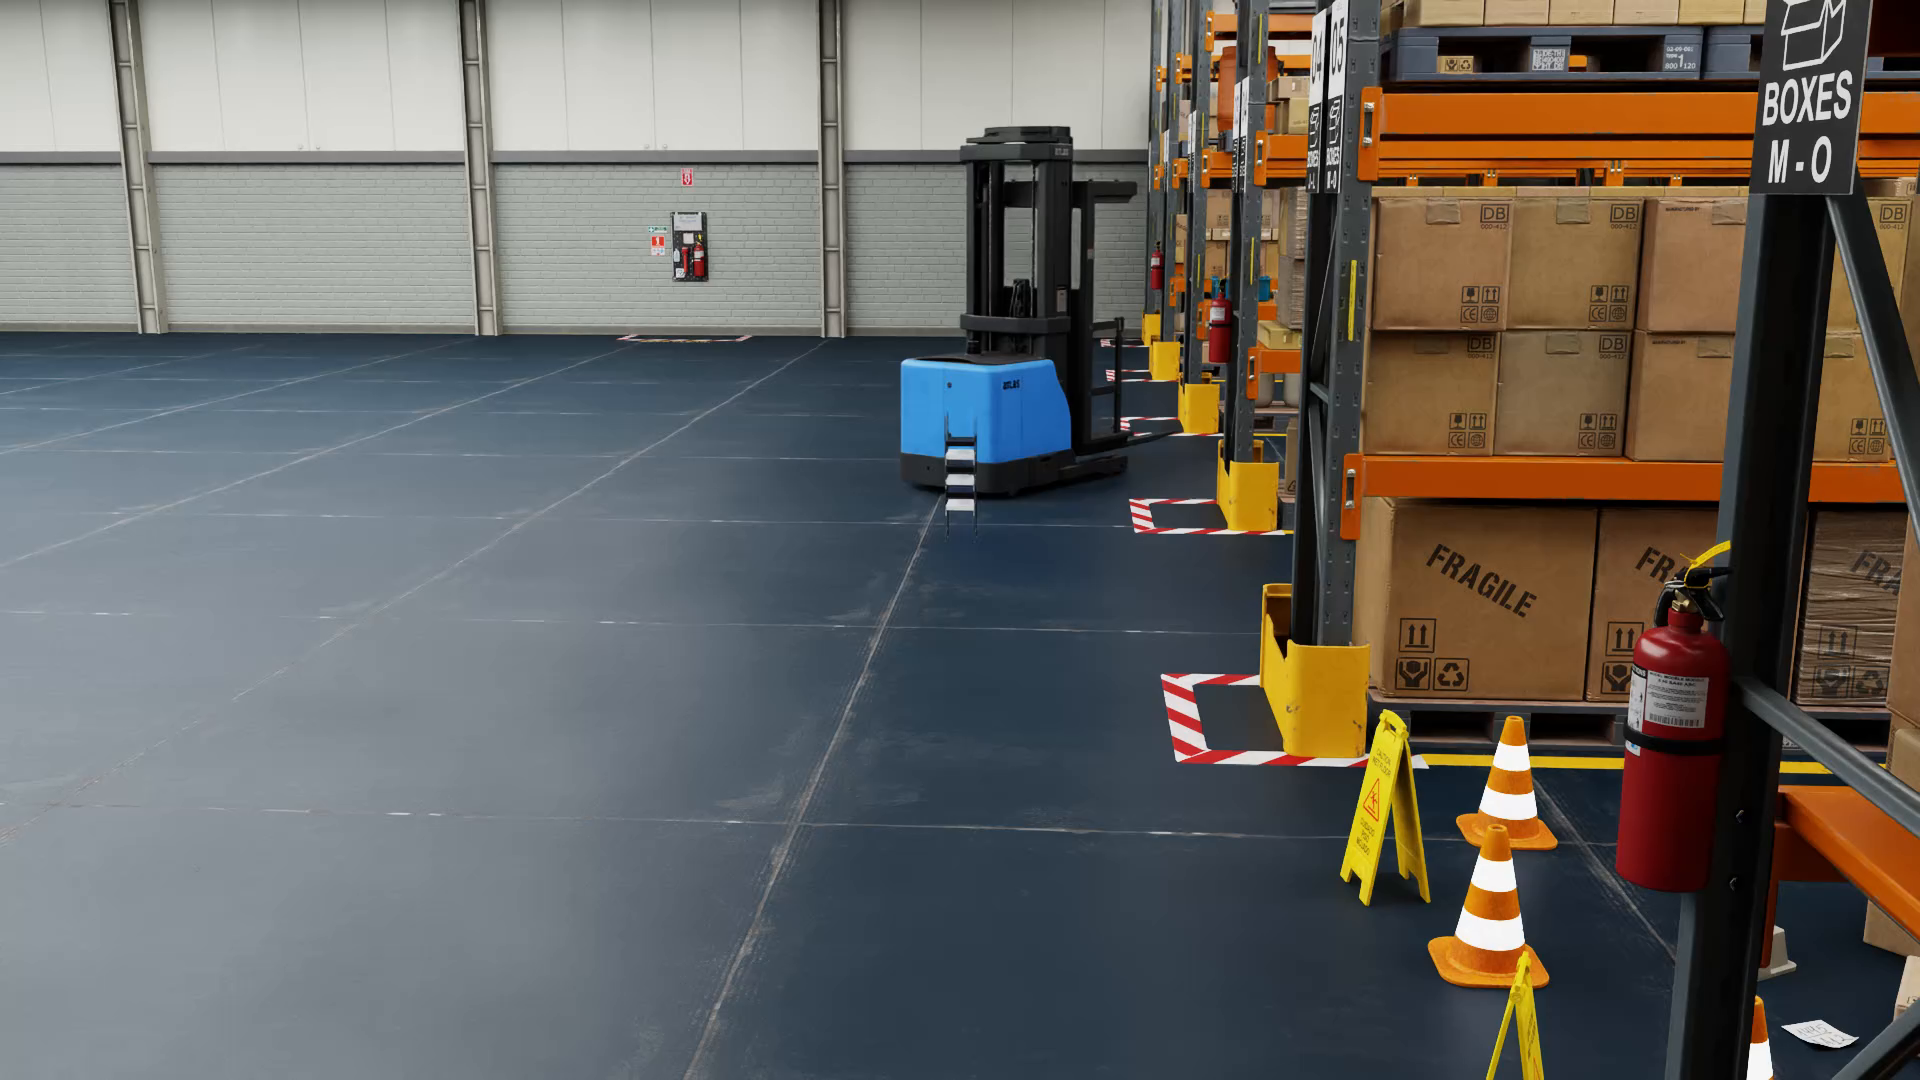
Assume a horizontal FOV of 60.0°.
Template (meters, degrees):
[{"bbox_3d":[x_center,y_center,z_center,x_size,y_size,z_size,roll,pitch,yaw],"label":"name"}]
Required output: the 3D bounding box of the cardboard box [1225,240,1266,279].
[{"bbox_3d":[3.748,-3.708,21.926,0.500,0.500,0.700,1,12,5],"label":"cardboard box"}]

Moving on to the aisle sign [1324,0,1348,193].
[{"bbox_3d":[1.570,-1.851,6.943,0.004,0.787,0.394,1,12,4],"label":"aisle sign"}]

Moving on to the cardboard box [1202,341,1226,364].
[{"bbox_3d":[3.279,-2.482,21.996,0.500,0.250,0.500,1,12,4],"label":"cardboard box"}]

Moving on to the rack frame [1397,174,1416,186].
[{"bbox_3d":[7.077,-4.632,26.586,0.127,3.000,1.000,1,12,4],"label":"rack frame"}]

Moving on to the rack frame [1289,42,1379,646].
[{"bbox_3d":[1.660,-0.639,7.497,0.127,3.000,1.000,1,12,4],"label":"rack frame"}]

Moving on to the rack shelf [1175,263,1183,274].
[{"bbox_3d":[5.081,-4.307,26.790,4.000,0.370,1.077,1,12,4],"label":"rack shelf"}]

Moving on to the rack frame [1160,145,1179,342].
[{"bbox_3d":[2.758,-3.675,22.009,0.127,3.000,1.000,1,12,4],"label":"rack frame"}]

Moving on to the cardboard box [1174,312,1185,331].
[{"bbox_3d":[3.770,-3.558,26.945,0.500,0.311,0.500,-1,12,-3],"label":"cardboard box"}]

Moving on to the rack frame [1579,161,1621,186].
[{"bbox_3d":[6.415,-2.608,16.910,0.127,3.000,1.000,1,12,4],"label":"rack frame"}]

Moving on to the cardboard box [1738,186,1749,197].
[{"bbox_3d":[5.616,-2.230,11.691,0.500,0.500,0.500,1,12,4],"label":"cardboard box"}]

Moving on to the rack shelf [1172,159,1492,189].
[{"bbox_3d":[4.754,-4.763,21.645,4.000,0.370,1.077,1,12,4],"label":"rack shelf"}]

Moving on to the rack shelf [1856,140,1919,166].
[{"bbox_3d":[8.079,-2.685,11.709,4.000,0.370,1.077,1,12,4],"label":"rack shelf"}]

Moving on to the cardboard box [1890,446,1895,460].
[{"bbox_3d":[4.201,-0.695,7.397,0.550,0.550,0.875,1,12,4],"label":"cardboard box"}]

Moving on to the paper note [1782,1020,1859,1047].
[{"bbox_3d":[2.507,1.433,4.843,0.142,0.019,0.148,-3,12,-16],"label":"paper note"}]

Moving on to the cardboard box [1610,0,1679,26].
[{"bbox_3d":[2.738,-2.158,6.778,0.250,0.149,0.380,1,12,4],"label":"cardboard box"}]

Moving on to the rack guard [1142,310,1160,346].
[{"bbox_3d":[3.162,-3.462,27.098,0.348,0.500,1.175,1,12,4],"label":"rack guard"}]

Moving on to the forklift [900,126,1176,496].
[{"bbox_3d":[0.815,-2.033,14.330,1.130,2.935,3.031,9,15,38],"label":"forklift"}]

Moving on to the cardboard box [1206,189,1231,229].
[{"bbox_3d":[3.276,-4.349,21.820,0.500,0.500,0.700,1,12,4],"label":"cardboard box"}]

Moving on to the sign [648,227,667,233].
[{"bbox_3d":[-5.149,-5.281,28.308,0.331,0.109,0.001,1,12,4],"label":"sign"}]

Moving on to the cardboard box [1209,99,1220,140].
[{"bbox_3d":[3.331,-5.459,21.593,0.637,0.503,0.797,2,12,8],"label":"cardboard box"}]

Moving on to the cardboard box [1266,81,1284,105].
[{"bbox_3d":[2.391,-3.301,12.289,0.250,0.149,0.380,1,12,4],"label":"cardboard box"}]

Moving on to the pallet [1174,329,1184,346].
[{"bbox_3d":[3.970,-3.303,27.040,1.213,0.211,1.003,1,12,4],"label":"pallet"}]

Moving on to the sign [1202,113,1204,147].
[{"bbox_3d":[2.383,-4.023,16.327,0.005,0.325,0.100,1,12,4],"label":"sign"}]

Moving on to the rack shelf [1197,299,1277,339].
[{"bbox_3d":[4.419,-2.283,17.115,4.000,0.370,1.077,1,12,4],"label":"rack shelf"}]

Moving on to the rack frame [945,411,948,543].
[{"bbox_3d":[-0.093,-0.442,11.682,0.006,0.900,0.240,1,12,4],"label":"rack frame"}]

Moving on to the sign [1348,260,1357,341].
[{"bbox_3d":[1.617,-0.988,6.859,0.005,0.325,0.100,1,12,4],"label":"sign"}]

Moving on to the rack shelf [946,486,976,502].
[{"bbox_3d":[0.008,-0.320,11.701,0.200,0.077,0.258,1,12,4],"label":"rack shelf"}]

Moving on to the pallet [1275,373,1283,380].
[{"bbox_3d":[4.738,-2.291,22.203,1.213,0.211,1.003,1,12,4],"label":"pallet"}]

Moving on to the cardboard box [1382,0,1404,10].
[{"bbox_3d":[2.167,-2.484,7.363,0.500,0.250,0.500,1,12,4],"label":"cardboard box"}]

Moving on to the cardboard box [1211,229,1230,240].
[{"bbox_3d":[3.399,-3.989,21.682,0.250,0.149,0.380,0,12,2],"label":"cardboard box"}]

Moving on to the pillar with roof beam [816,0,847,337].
[{"bbox_3d":[-2.432,-6.993,23.220,0.400,9.000,9.100,1,12,4],"label":"pillar with roof beam"}]

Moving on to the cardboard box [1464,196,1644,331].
[{"bbox_3d":[2.583,-1.239,7.363,0.550,0.550,0.875,1,12,4],"label":"cardboard box"}]

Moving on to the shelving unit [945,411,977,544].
[{"bbox_3d":[0.008,-0.440,11.675,0.210,0.900,0.258,1,12,4],"label":"shelving unit"}]

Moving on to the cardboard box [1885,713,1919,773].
[{"bbox_3d":[4.034,0.826,6.591,0.500,0.500,0.500,3,12,14],"label":"cardboard box"}]

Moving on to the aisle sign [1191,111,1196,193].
[{"bbox_3d":[2.332,-3.876,16.624,0.004,0.787,0.394,1,12,4],"label":"aisle sign"}]

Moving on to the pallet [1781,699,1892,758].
[{"bbox_3d":[3.677,0.738,7.725,1.213,0.211,1.003,1,12,4],"label":"pallet"}]

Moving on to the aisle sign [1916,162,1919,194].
[{"bbox_3d":[1.348,-0.836,2.092,0.004,0.787,0.394,1,12,4],"label":"aisle sign"}]

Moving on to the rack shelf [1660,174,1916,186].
[{"bbox_3d":[13.063,-5.666,25.960,4.000,0.370,1.077,1,12,4],"label":"rack shelf"}]

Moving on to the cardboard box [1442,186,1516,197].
[{"bbox_3d":[3.621,-2.257,11.819,0.500,0.500,0.500,1,12,4],"label":"cardboard box"}]

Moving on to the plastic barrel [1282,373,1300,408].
[{"bbox_3d":[3.586,-1.650,17.383,0.421,0.512,0.421,0,12,0],"label":"plastic barrel"}]

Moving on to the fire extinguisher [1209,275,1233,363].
[{"bbox_3d":[2.009,-1.709,12.800,0.183,0.674,0.296,1,12,4],"label":"fire extinguisher"}]

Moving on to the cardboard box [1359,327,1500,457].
[{"bbox_3d":[2.034,-0.717,7.502,0.550,0.550,0.875,1,12,4],"label":"cardboard box"}]

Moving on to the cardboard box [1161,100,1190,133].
[{"bbox_3d":[3.454,-6.648,26.163,0.500,0.500,0.500,0,12,0],"label":"cardboard box"}]

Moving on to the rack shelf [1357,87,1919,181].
[{"bbox_3d":[3.656,-1.728,7.133,4.000,0.370,1.077,1,12,4],"label":"rack shelf"}]

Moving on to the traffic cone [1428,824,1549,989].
[{"bbox_3d":[1.681,1.126,5.254,0.334,0.463,0.336,1,12,4],"label":"traffic cone"}]

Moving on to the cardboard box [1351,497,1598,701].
[{"bbox_3d":[2.341,0.191,7.692,0.875,0.875,0.875,1,12,4],"label":"cardboard box"}]
